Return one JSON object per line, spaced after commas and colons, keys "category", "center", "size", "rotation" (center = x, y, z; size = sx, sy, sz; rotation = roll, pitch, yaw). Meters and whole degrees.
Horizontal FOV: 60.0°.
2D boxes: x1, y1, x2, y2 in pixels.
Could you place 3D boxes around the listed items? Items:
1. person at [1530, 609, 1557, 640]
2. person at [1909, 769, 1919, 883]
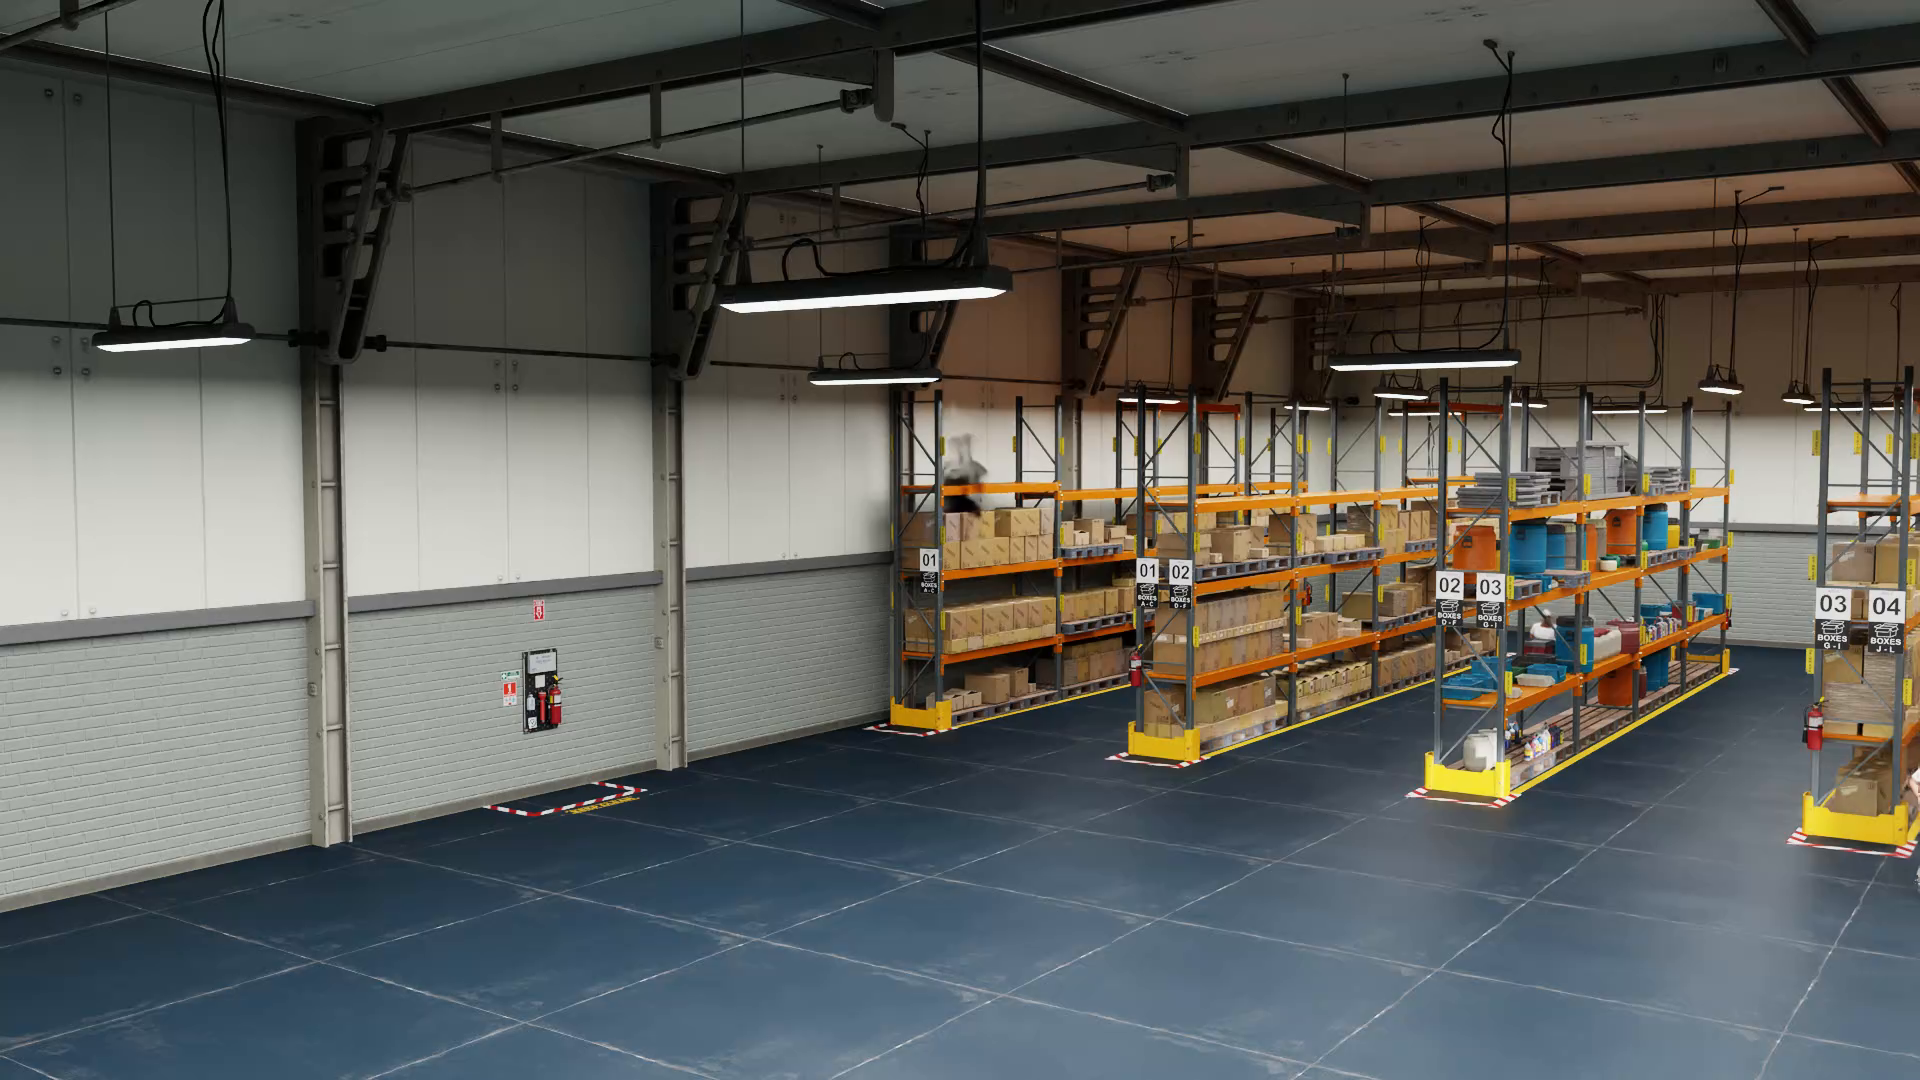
{"category": "person", "center": [11.538, 2.279, 32.828], "size": [0.675, 1.830, 0.722], "rotation": [2, 4, 32]}
{"category": "person", "center": [10.925, 3.107, 18.348], "size": [0.624, 1.859, 0.764], "rotation": [-1, 3, -15]}
